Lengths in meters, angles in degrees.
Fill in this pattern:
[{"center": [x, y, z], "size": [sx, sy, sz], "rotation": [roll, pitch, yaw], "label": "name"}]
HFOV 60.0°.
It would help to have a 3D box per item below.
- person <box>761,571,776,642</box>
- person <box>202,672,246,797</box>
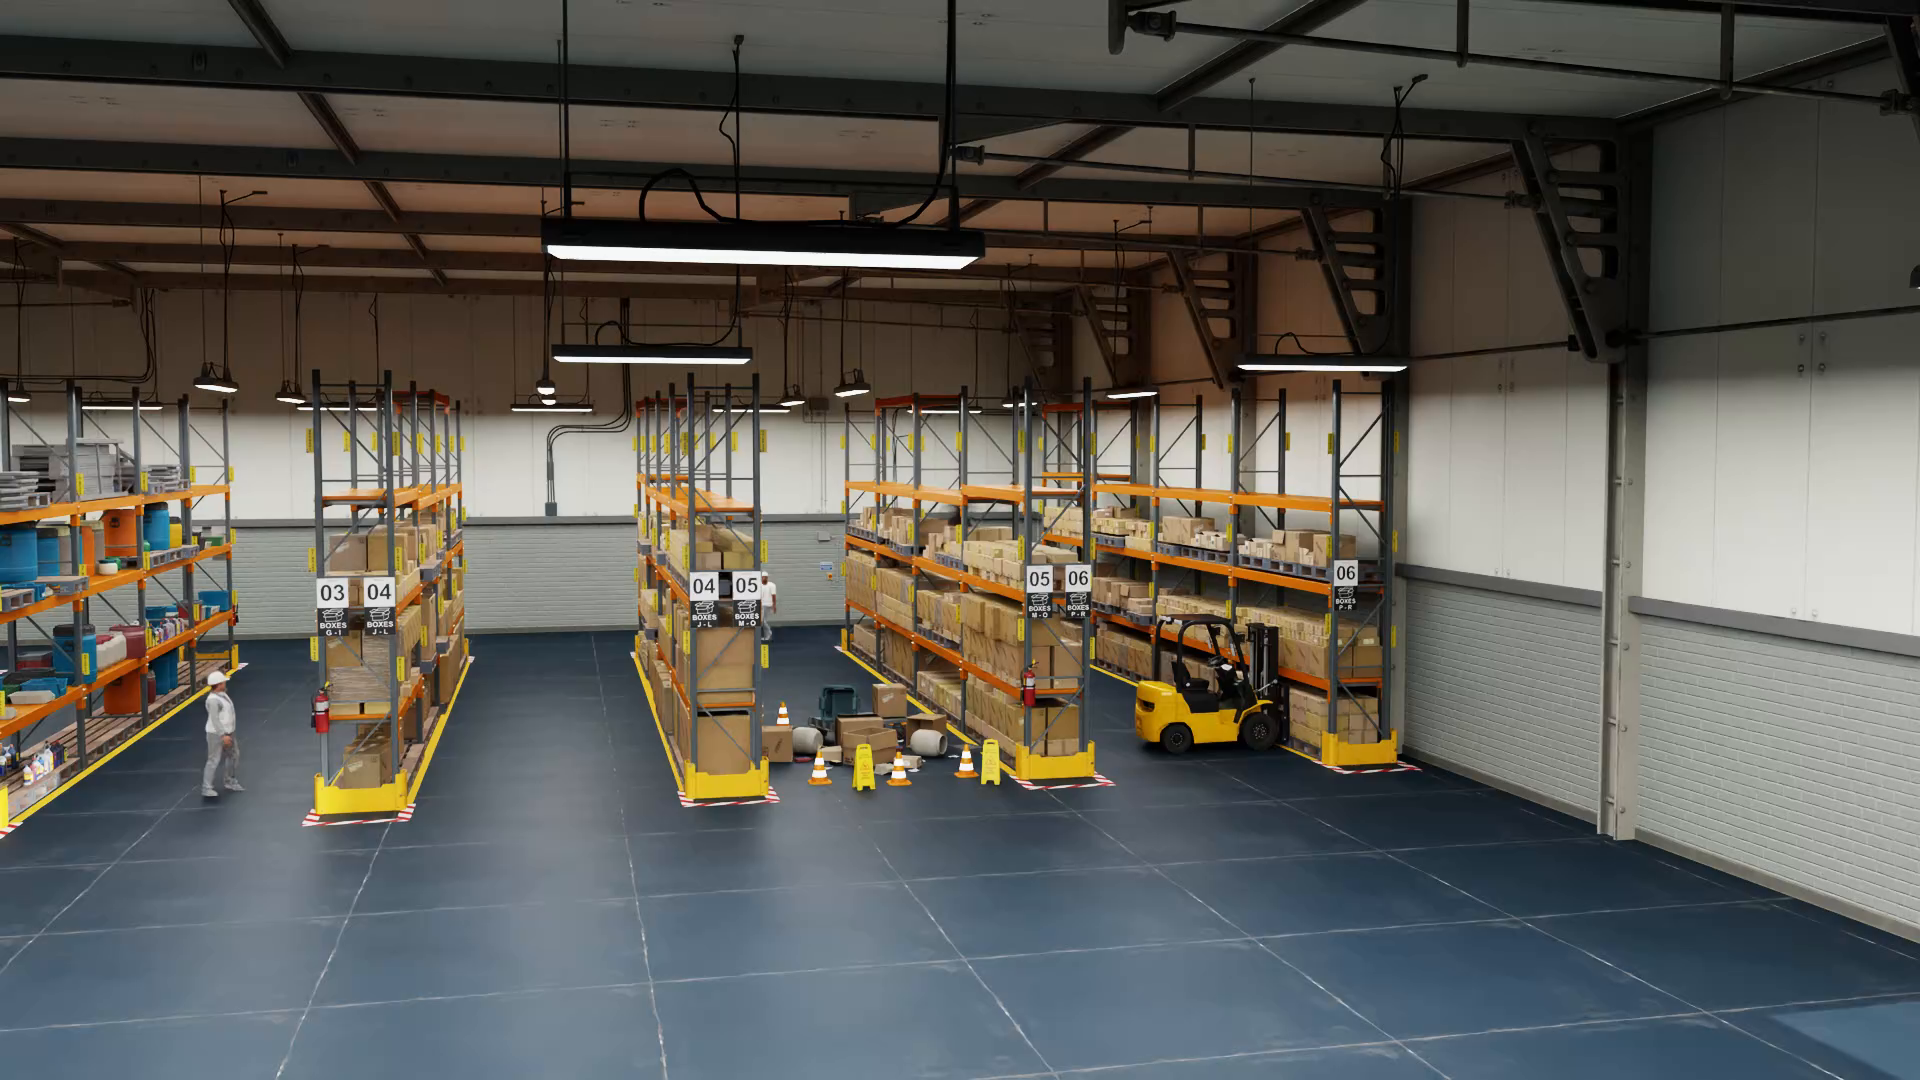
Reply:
[{"center": [-4.965, 1.680, 42.107], "size": [0.543, 1.784, 0.506], "rotation": [-2, 4, -31], "label": "person"}, {"center": [-10.544, 2.772, 23.780], "size": [0.507, 1.809, 0.684], "rotation": [0, 3, 1], "label": "person"}]
